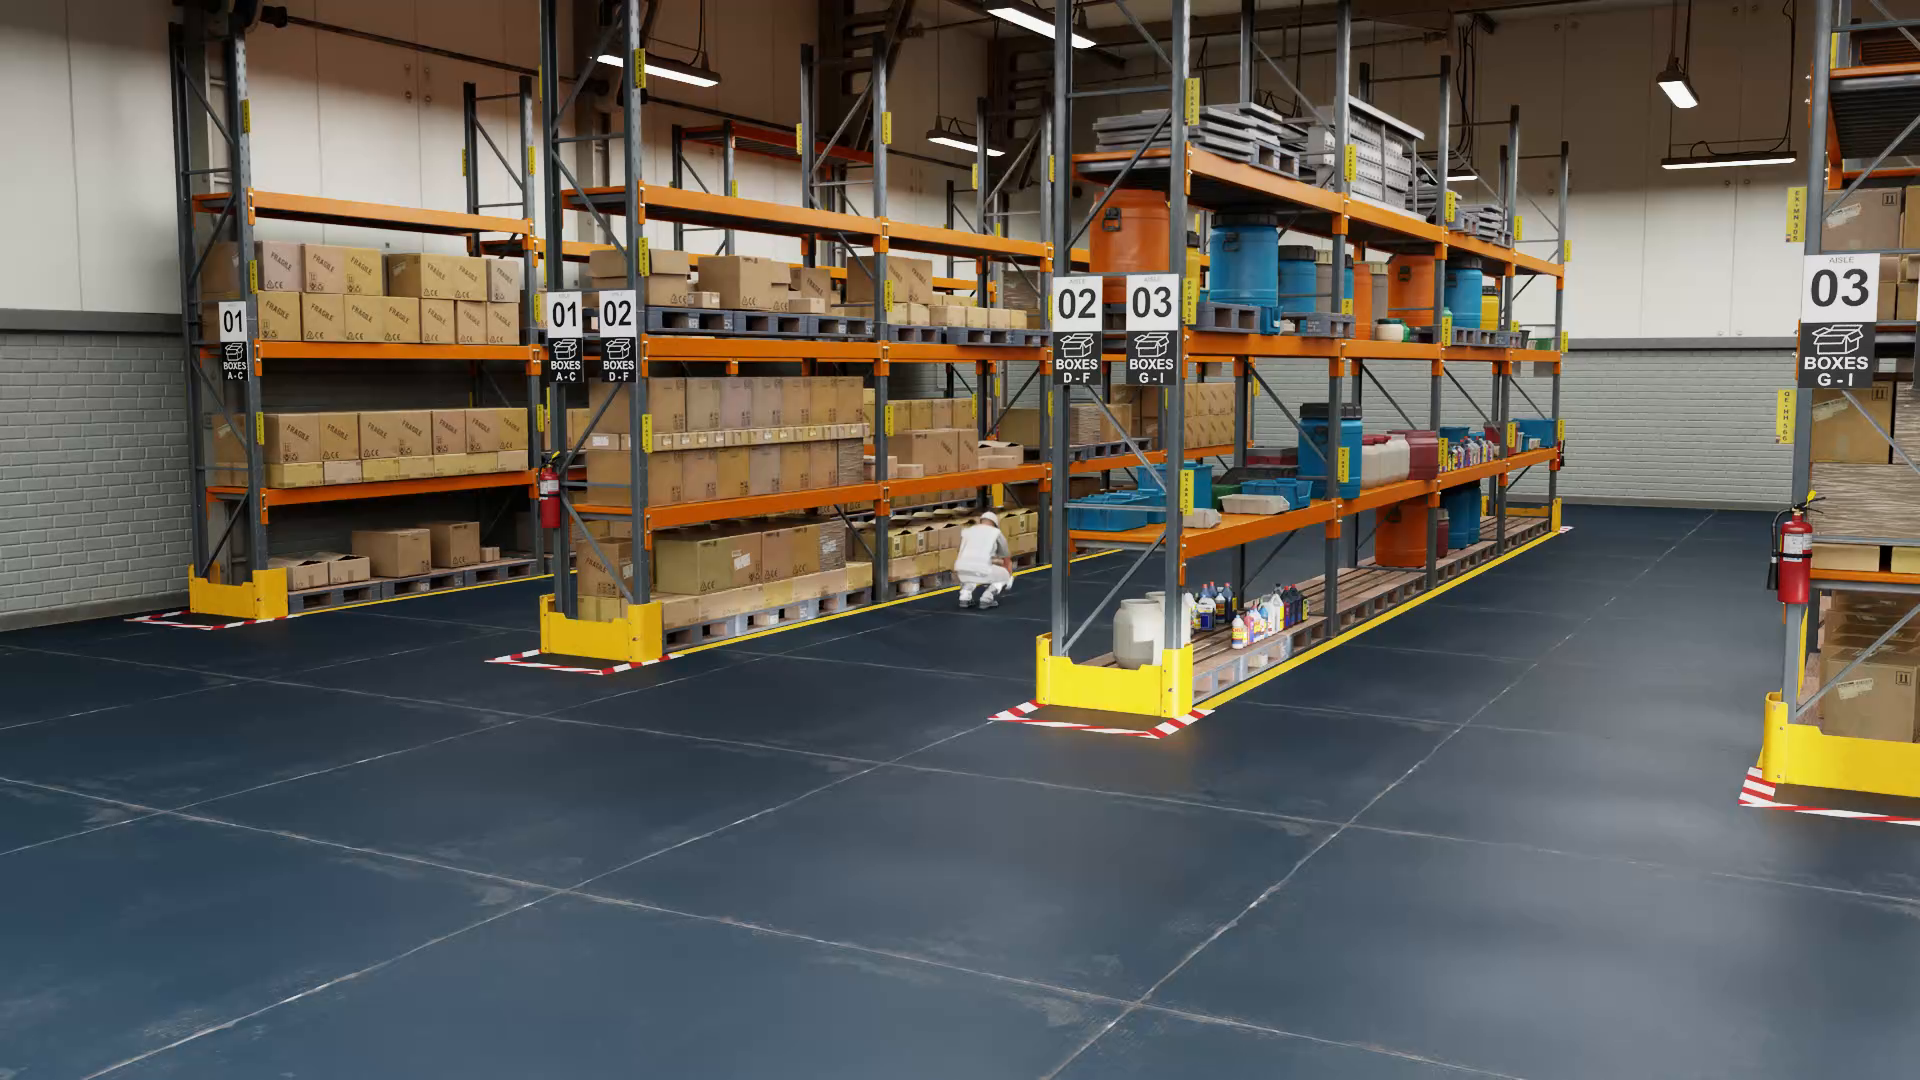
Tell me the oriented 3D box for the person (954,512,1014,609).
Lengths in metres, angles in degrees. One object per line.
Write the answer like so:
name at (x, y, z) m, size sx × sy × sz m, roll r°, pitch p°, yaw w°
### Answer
person at (0.236, 0.211, 17.837) m, size 0.565 × 0.994 × 0.864 m, roll 3°, pitch 7°, yaw 28°
